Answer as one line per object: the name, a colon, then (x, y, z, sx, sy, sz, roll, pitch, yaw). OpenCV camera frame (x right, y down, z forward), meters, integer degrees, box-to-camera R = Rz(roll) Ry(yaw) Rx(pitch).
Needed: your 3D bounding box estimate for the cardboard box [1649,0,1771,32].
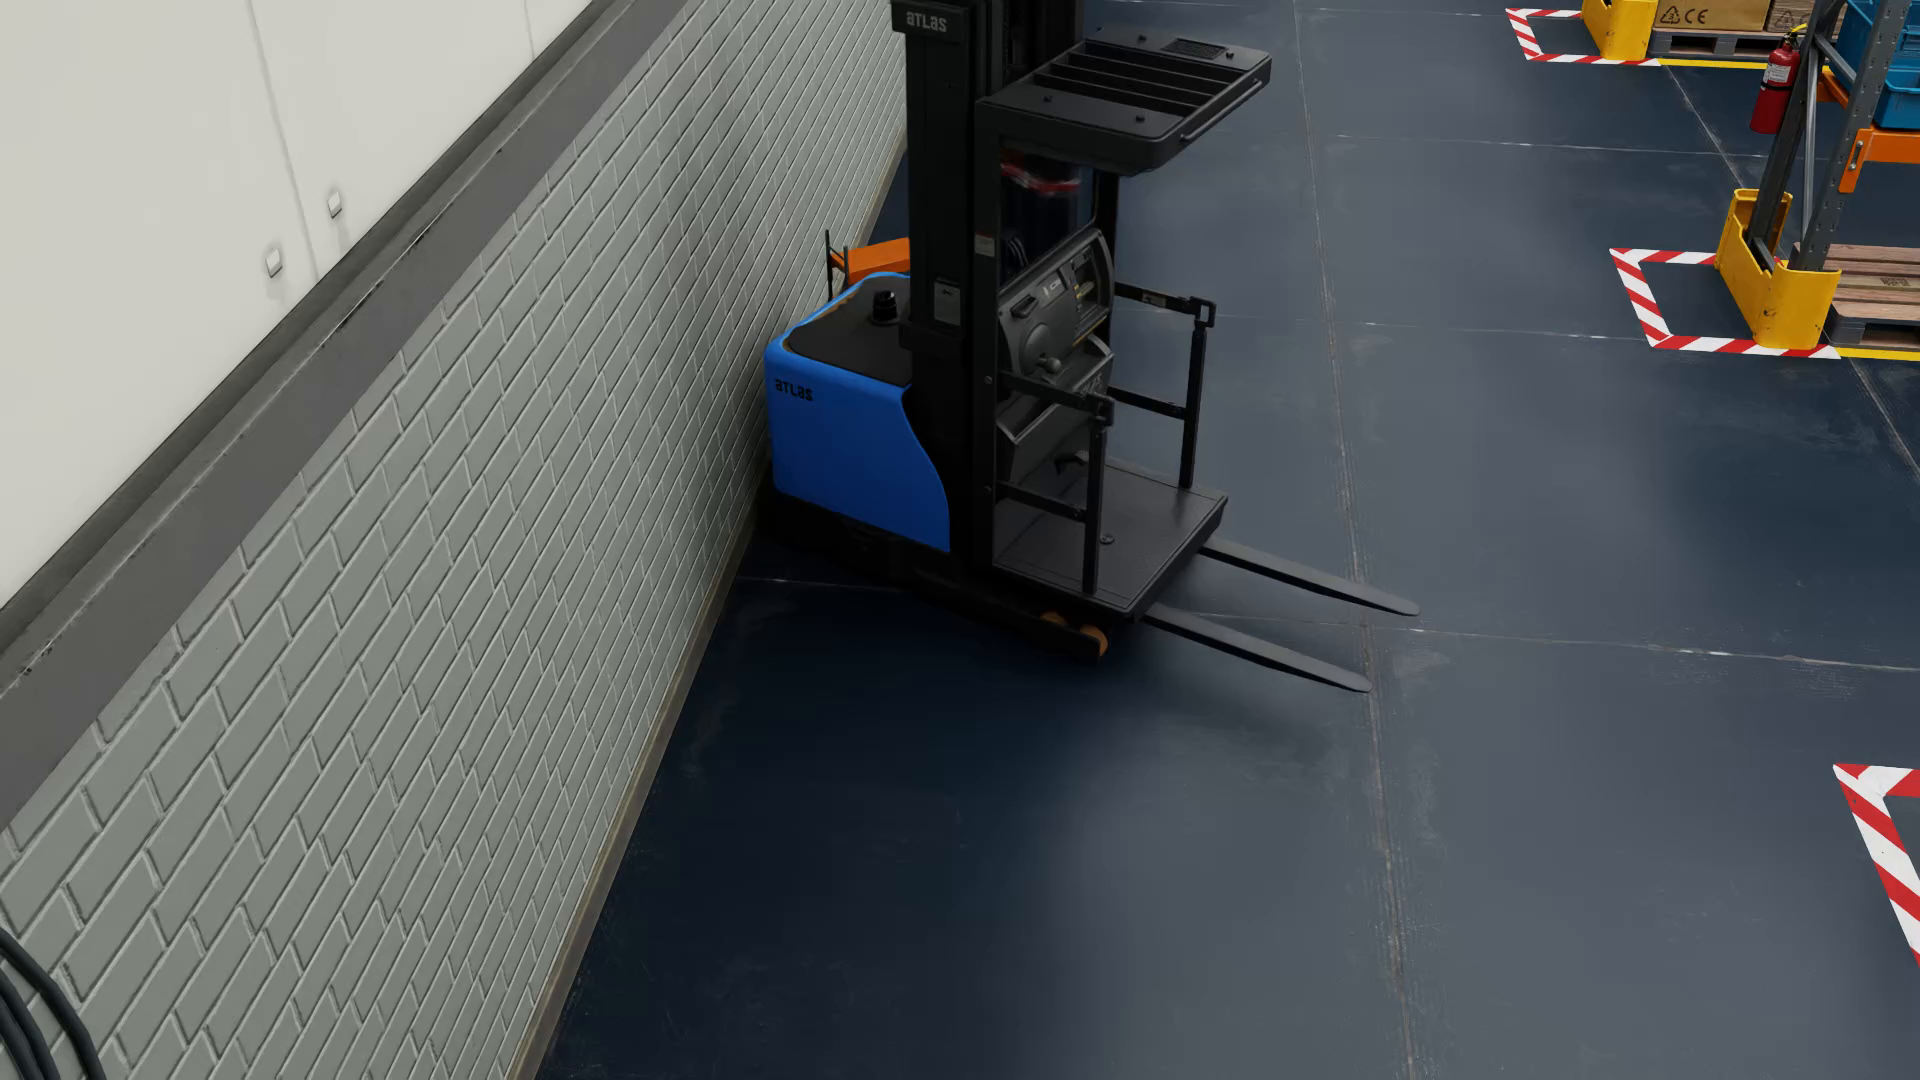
cardboard box: (6.273, -4.849, 13.930, 0.875, 0.875, 0.875, 4, 36, 6)

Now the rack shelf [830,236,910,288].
rack shelf: (-0.402, -1.404, 8.503, 0.480, 0.148, 0.258, -18, 38, -23)

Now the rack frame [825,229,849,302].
rack frame: (-0.613, -1.012, 8.631, 0.015, 1.200, 0.240, -18, 38, -23)

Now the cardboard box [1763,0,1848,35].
cardboard box: (7.175, -4.782, 13.835, 0.875, 0.875, 0.875, 4, 36, 6)

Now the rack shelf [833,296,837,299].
rack shelf: (-0.400, -1.209, 8.638, 0.480, 0.148, 0.258, -18, 38, -23)

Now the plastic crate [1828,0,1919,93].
plastic crate: (5.353, -2.812, 9.526, 0.499, 0.435, 0.616, 4, 36, 6)

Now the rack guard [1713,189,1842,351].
rack guard: (4.971, -1.667, 10.156, 0.348, 0.500, 1.175, 4, 36, 6)

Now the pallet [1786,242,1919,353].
pallet: (5.810, -1.472, 10.131, 1.213, 0.211, 1.003, 4, 36, 6)

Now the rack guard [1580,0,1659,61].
rack guard: (5.604, -4.528, 14.165, 0.348, 0.500, 1.175, 4, 36, 6)

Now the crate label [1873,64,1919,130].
crate label: (5.200, -2.439, 9.177, 0.303, 0.233, 0.416, 4, 36, 6)

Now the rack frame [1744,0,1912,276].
rack frame: (4.997, -2.690, 9.437, 0.127, 3.000, 1.000, 4, 36, 6)

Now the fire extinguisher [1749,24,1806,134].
fire extinguisher: (4.905, -2.780, 9.951, 0.183, 0.674, 0.296, 4, 36, 6)

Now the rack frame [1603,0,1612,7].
rack frame: (5.628, -5.544, 13.436, 0.127, 3.000, 1.000, 4, 36, 6)

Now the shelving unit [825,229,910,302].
shelving unit: (-0.399, -1.080, 8.727, 0.503, 1.200, 0.258, -18, 38, -23)

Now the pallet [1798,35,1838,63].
pallet: (7.637, -4.303, 14.098, 1.213, 0.211, 1.003, 4, 36, 6)

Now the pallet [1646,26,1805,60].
pallet: (6.431, -4.395, 14.226, 1.213, 0.211, 1.003, 4, 36, 6)

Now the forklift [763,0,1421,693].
forklift: (0.600, -0.997, 7.124, 3.031, 2.935, 1.130, 20, 40, 25)

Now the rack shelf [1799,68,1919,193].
rack shelf: (6.981, -2.250, 9.439, 4.000, 0.370, 1.077, 4, 36, 6)
